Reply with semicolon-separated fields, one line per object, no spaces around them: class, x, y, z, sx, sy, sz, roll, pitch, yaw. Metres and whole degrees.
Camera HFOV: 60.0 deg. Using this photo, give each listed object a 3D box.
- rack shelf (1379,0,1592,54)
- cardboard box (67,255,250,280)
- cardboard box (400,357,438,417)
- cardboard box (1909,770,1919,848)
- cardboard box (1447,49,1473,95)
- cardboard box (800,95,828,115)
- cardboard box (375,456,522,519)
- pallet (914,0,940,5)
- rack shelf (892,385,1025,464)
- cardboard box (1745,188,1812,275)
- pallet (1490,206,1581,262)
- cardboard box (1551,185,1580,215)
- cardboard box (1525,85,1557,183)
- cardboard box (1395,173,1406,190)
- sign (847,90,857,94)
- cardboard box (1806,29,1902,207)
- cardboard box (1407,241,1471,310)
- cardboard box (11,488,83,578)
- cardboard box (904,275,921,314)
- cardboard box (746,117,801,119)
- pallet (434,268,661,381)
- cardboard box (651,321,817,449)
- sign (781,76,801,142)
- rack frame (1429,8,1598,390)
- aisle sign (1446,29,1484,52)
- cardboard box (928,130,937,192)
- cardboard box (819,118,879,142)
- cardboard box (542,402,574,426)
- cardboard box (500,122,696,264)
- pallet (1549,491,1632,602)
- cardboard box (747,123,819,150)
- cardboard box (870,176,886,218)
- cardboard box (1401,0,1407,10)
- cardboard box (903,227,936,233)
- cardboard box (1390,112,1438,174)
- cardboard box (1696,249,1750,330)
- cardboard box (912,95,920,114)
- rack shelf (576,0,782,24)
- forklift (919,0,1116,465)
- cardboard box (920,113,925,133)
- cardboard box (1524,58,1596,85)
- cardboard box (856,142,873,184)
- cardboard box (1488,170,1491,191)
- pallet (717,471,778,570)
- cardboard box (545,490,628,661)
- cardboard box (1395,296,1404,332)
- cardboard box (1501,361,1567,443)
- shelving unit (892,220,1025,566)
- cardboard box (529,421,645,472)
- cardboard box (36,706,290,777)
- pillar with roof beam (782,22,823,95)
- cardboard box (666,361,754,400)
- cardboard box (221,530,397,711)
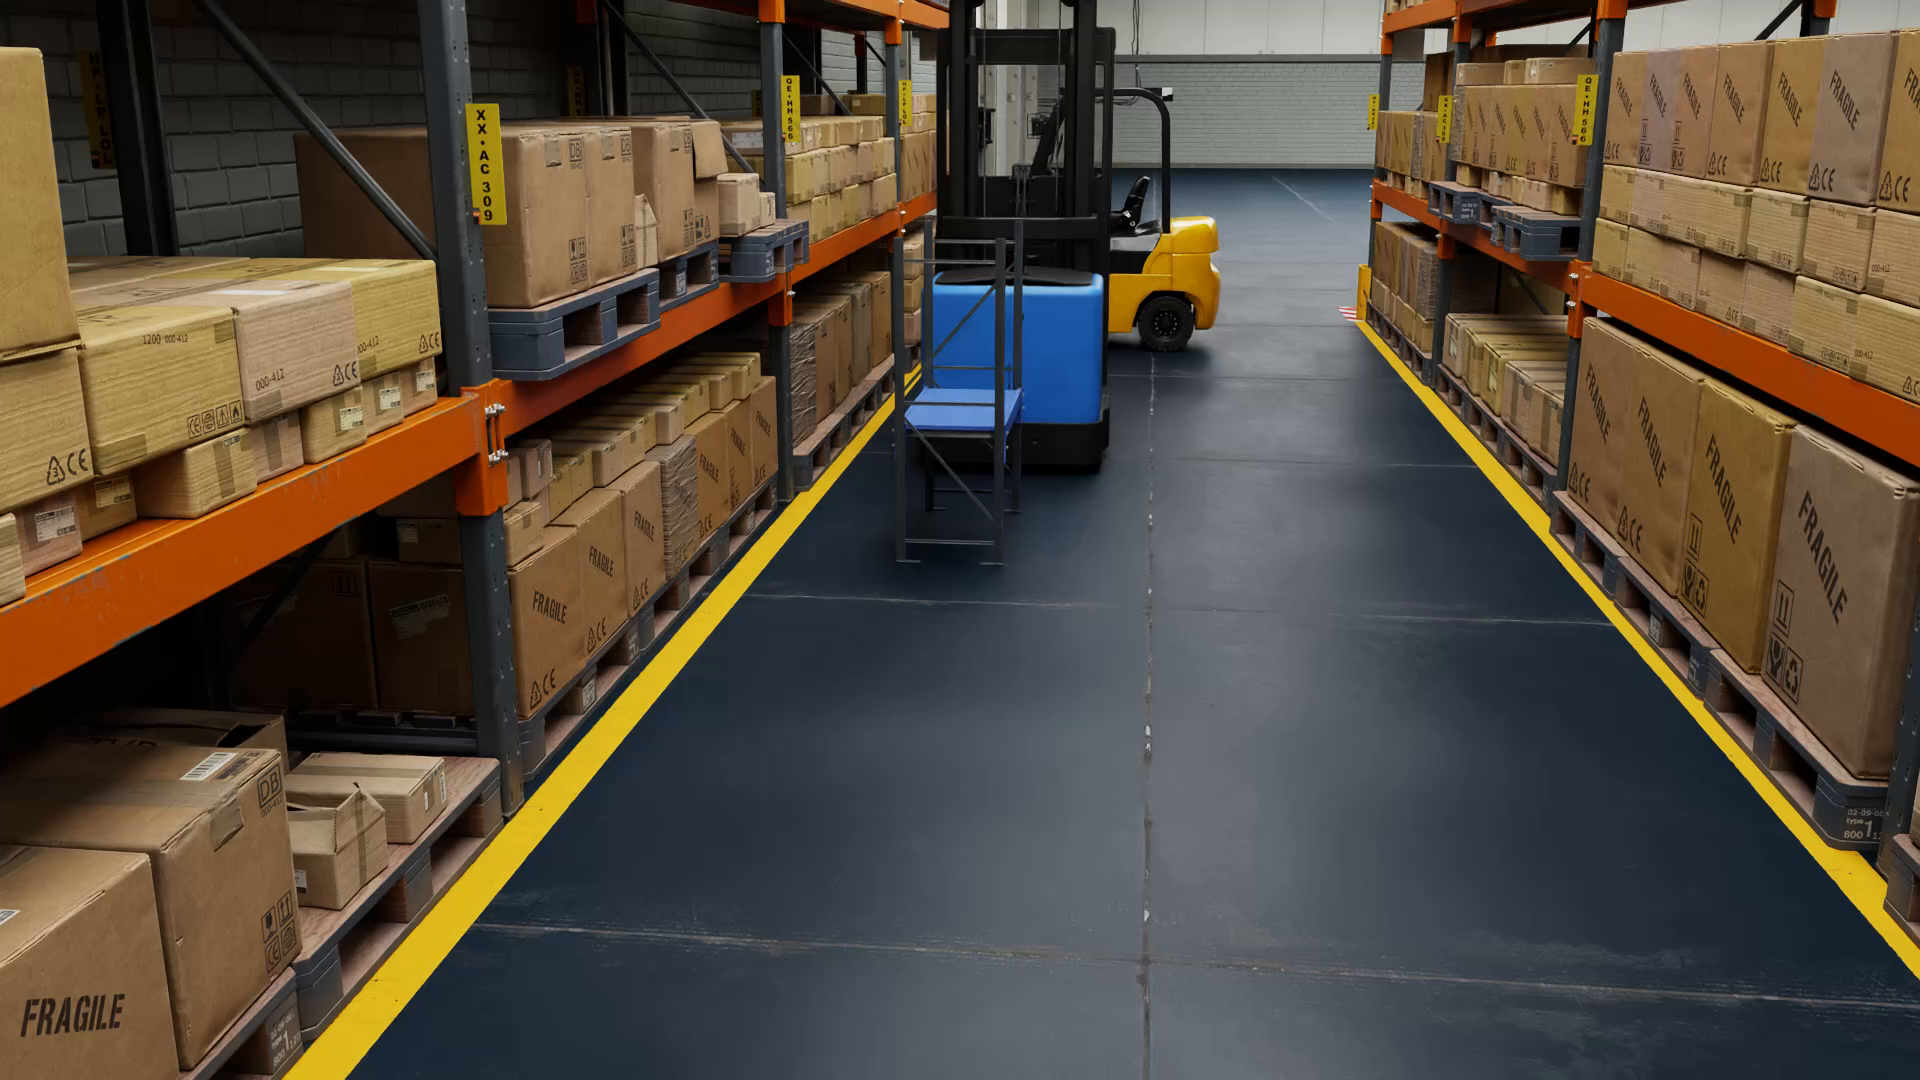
rack shelf;4.212;-4.180;13.504;1.077;0.370;4.000;2;15;6
cardboard box;-2.173;-0.581;4.282;0.500;0.250;0.500;2;15;6
cardboard box;-1.634;-0.419;4.447;0.380;0.149;0.250;2;15;7
cardboard box;2.906;0.709;3.899;0.875;0.438;0.875;1;15;5
cardboard box;4.383;-3.742;13.576;0.700;0.500;0.500;2;15;6
cardboard box;-1.211;-3.302;12.623;0.380;0.149;0.250;2;15;6
cardboard box;-1.604;-0.170;5.217;0.380;0.149;0.250;1;15;5
pallet;-0.736;-4.648;14.028;1.003;0.211;1.213;2;15;6
rack shelf;0.010;-0.572;8.095;0.538;0.185;1.000;2;15;6
cardboard box;2.993;-1.040;5.592;0.500;0.250;0.500;2;15;8
pallet;3.509;-1.618;8.767;1.213;0.211;1.003;2;15;6
cardboard box;3.296;-1.768;8.630;0.380;0.149;0.250;2;15;7
cardboard box;3.357;-2.178;8.904;0.500;0.500;0.500;1;15;5
cardboard box;3.998;-3.129;14.470;0.380;0.149;0.250;2;15;8
sign;-1.046;-4.217;16.200;0.100;0.325;0.005;2;15;6
cardboard box;2.935;-1.274;5.020;0.500;0.500;0.500;2;15;7
cardboard box;3.842;-2.091;13.175;0.500;0.500;0.500;2;15;7
cardboard box;-1.826;-0.019;2.969;0.380;0.149;0.250;2;15;6
cardboard box;-0.585;-1.938;13.090;0.500;0.250;0.500;2;15;6
cardboard box;-1.311;-2.849;11.518;0.380;0.149;0.250;2;15;6
pallet;-1.650;-0.742;5.527;1.003;0.211;1.213;2;15;6
cardboard box;-1.314;-0.886;9.436;0.875;0.625;0.625;2;15;8
sign;-0.857;-2.175;8.393;0.100;0.325;0.005;2;15;6
rack frame;3.986;-2.560;11.884;1.000;3.000;0.127;2;15;6
aisle sign;4.733;-4.860;15.409;0.394;0.787;0.004;2;15;6
cardboard box;-0.461;-3.258;14.272;0.500;0.500;0.500;2;15;7
cardboard box;-0.753;-2.770;11.226;0.380;0.149;0.250;1;15;5
cardboard box;-1.859;-0.514;7.058;0.380;0.149;0.250;2;15;7
cardboard box;-1.425;-1.338;6.369;0.700;0.500;0.500;2;15;6
pallet;3.371;0.026;7.663;1.003;0.211;1.213;2;15;6
cardboard box;-1.020;-2.308;9.517;0.380;0.149;0.250;2;15;7
cardboard box;-0.795;-2.364;11.446;0.500;0.250;0.500;2;15;6
cardboard box;4.073;-4.709;14.567;0.380;0.149;0.250;2;15;8
cardboard box;-0.401;-2.577;14.495;0.500;0.250;0.500;1;15;5
cardboard box;3.997;-3.408;14.258;0.500;0.500;0.500;1;15;5
cardboard box;3.072;-0.933;6.154;0.500;0.250;0.500;2;15;6
cardboard box;-0.525;-3.485;13.300;0.380;0.149;0.250;2;15;8
rack shelf;-1.623;-2.250;6.368;1.077;0.370;4.000;2;15;6
forklift;0.421;-2.174;10.587;1.130;2.935;3.031;1;15;5
cardboard box;-0.487;-3.407;13.582;0.380;0.149;0.250;2;15;6
cardboard box;3.439;-2.663;9.455;0.380;0.149;0.250;1;15;4
cardboard box;-0.862;-2.473;10.892;0.500;0.250;0.500;2;15;7
cardboard box;3.516;-2.238;10.368;0.380;0.149;0.250;2;15;7
pallet;-1.520;-0.129;8.236;1.003;0.211;1.213;2;15;6
cardboard box;-1.521;0.116;5.970;0.500;0.500;0.500;1;15;6
cardboard box;3.898;-1.867;13.783;0.500;0.250;0.500;2;15;7
cardboard box;3.684;-0.795;9.585;0.950;0.372;0.625;1;15;5
shelving unit;0.010;-0.746;8.048;0.538;1.500;1.048;2;15;6
cardboard box;-1.459;-0.365;6.508;0.380;0.149;0.250;2;15;8
cardboard box;-2.158;0.629;4.436;0.500;0.311;0.500;2;15;8
pillar with roof beam;2.808;-6.358;14.436;9.100;9.000;0.400;2;15;6
cardboard box;-1.202;-0.770;8.004;0.380;0.149;0.250;1;15;3
cardboard box;-2.088;0.237;5.522;0.500;0.500;0.500;2;15;6
